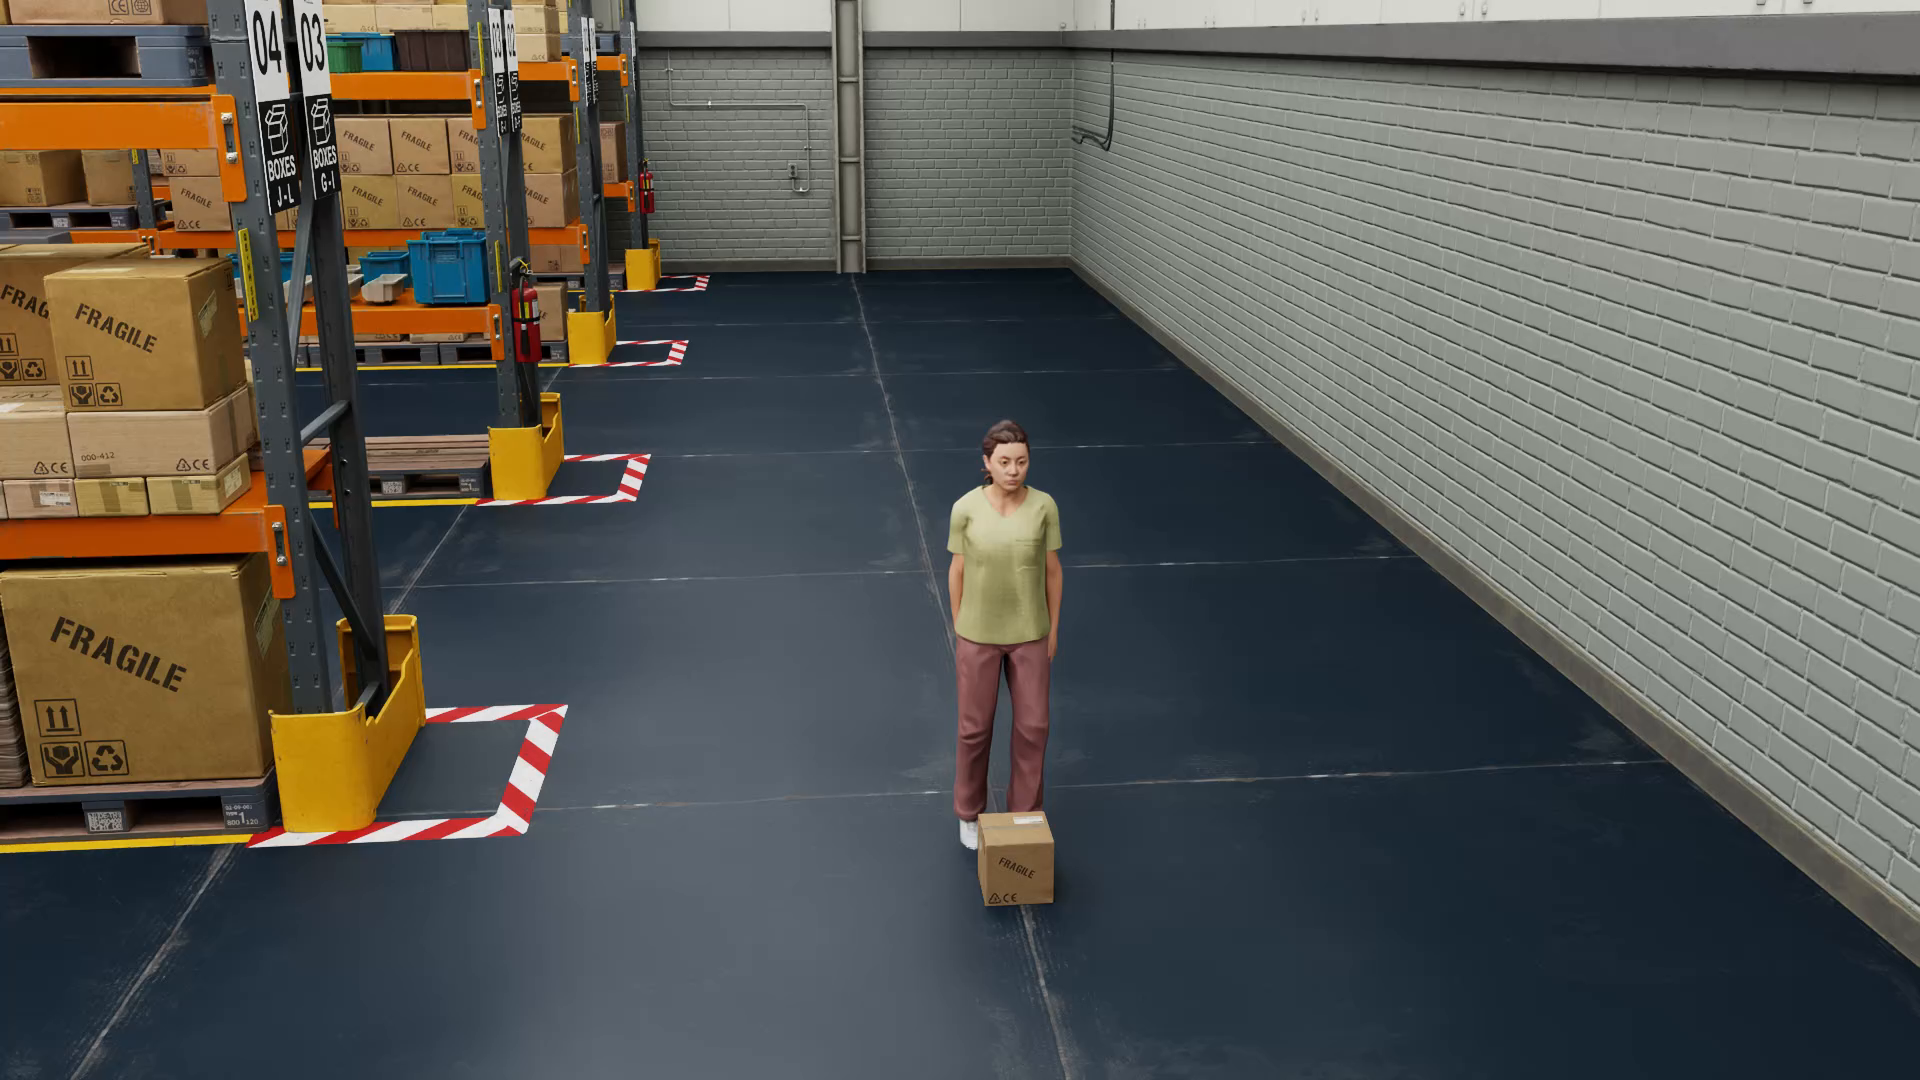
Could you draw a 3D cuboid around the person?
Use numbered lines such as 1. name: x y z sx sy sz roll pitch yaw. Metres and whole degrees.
1. person: 0.174 0.374 6.370 0.441 1.696 0.370 -1 17 -4
